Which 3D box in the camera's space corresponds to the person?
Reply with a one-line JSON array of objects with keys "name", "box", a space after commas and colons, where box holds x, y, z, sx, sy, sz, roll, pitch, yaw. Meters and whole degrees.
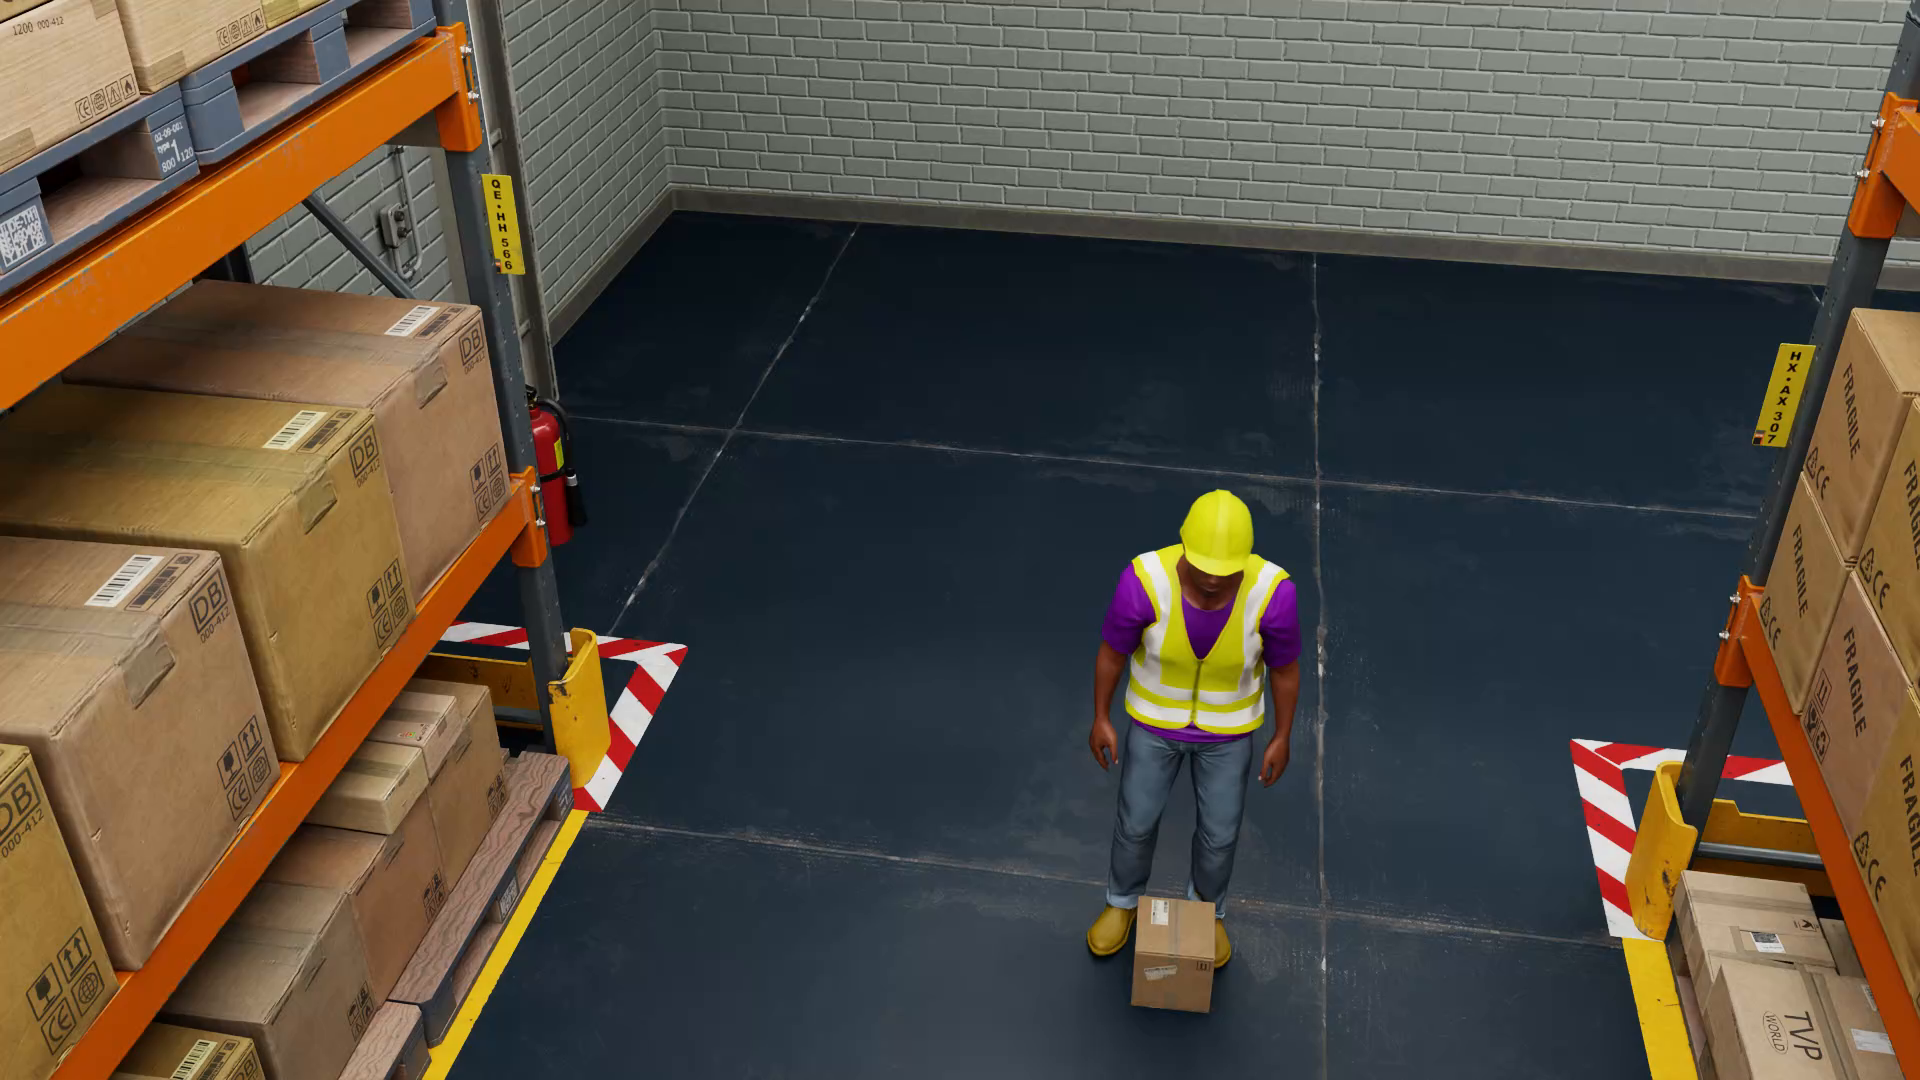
[{"name": "person", "box": [0.721, 0.589, 5.184, 0.631, 1.760, 0.463, 5, 33, 8]}]
